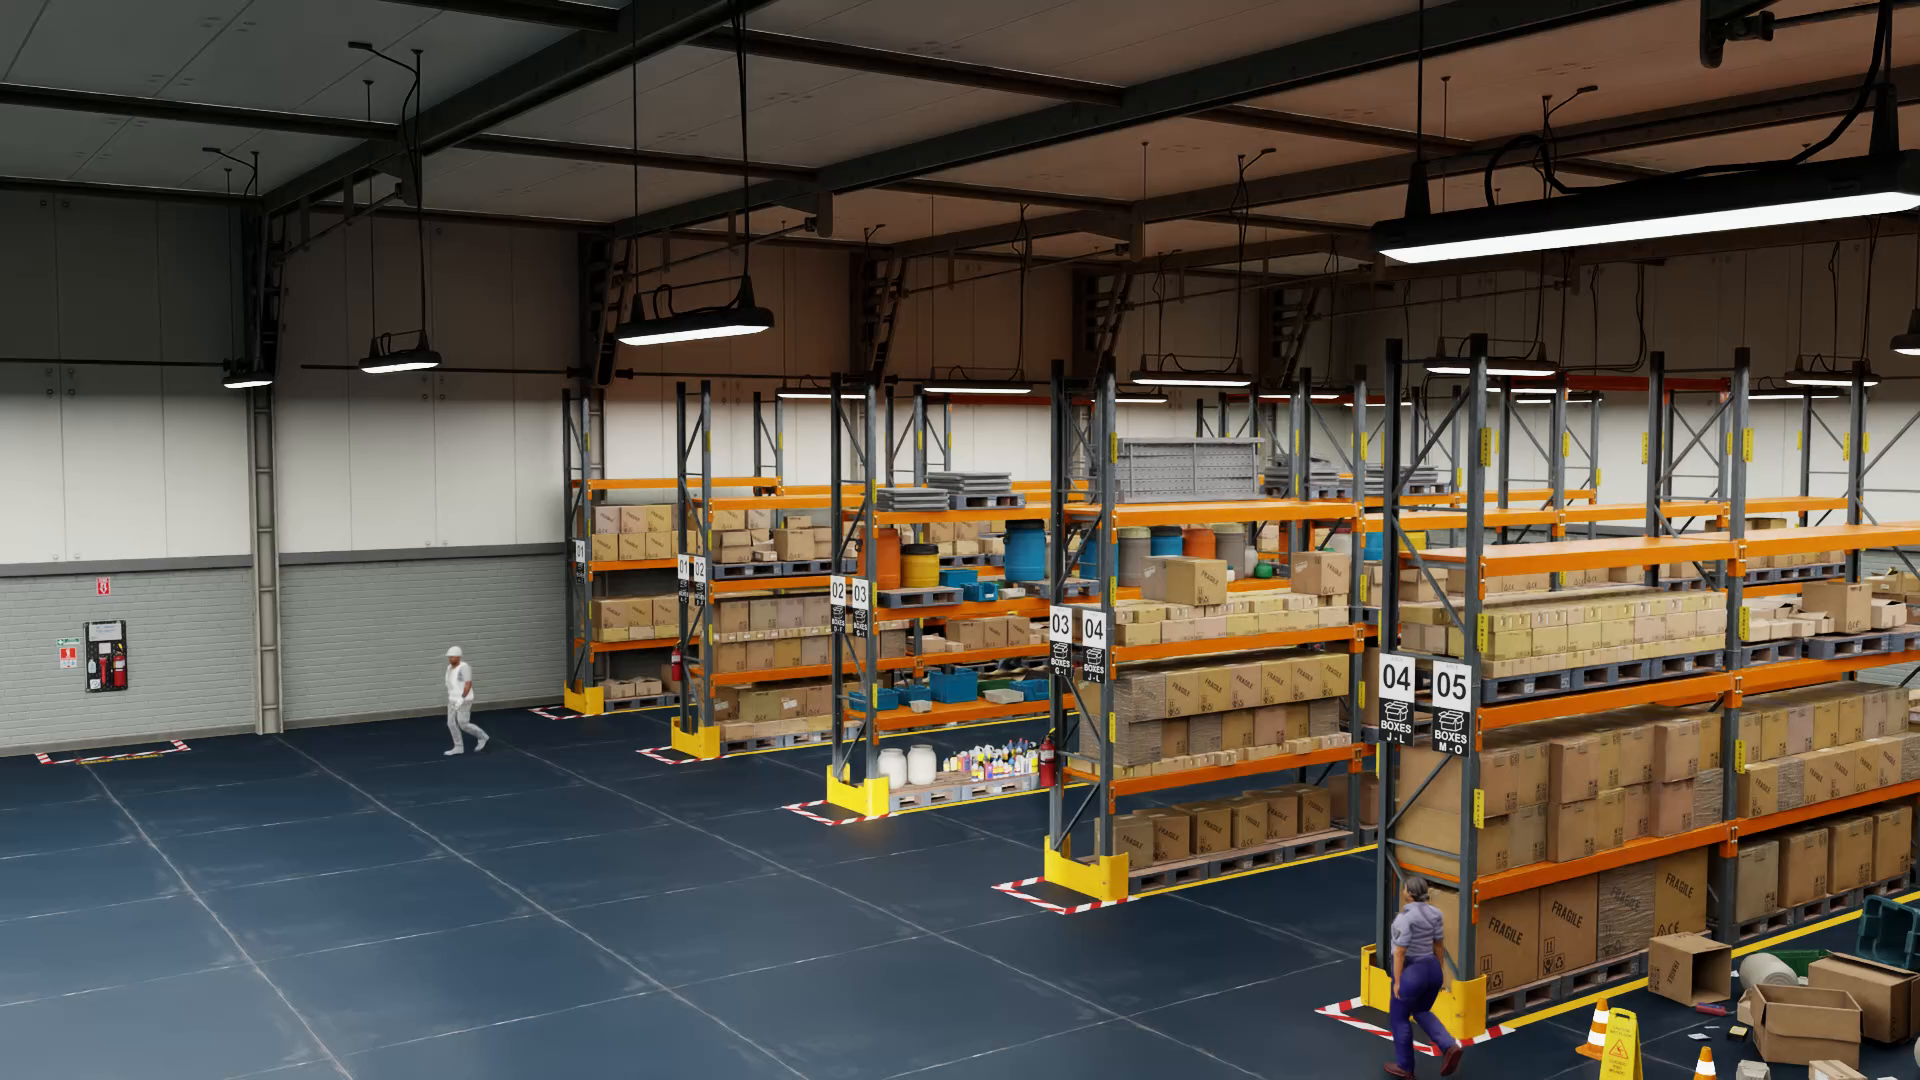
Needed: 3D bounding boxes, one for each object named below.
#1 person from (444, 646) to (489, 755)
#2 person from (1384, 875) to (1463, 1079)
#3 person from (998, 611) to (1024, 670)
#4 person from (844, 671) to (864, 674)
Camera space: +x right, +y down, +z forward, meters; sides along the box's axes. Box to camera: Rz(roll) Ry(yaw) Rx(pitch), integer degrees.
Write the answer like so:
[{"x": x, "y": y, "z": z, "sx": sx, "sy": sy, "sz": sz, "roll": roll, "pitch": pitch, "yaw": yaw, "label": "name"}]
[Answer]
[{"x": -7.985, "y": 2.572, "z": 26.794, "sx": 0.613, "sy": 1.765, "sz": 0.676, "roll": 3, "pitch": 5, "yaw": 41, "label": "person"}, {"x": 3.660, "y": 3.480, "z": 13.214, "sx": 0.489, "sy": 1.630, "sz": 0.612, "roll": -2, "pitch": 4, "yaw": -34, "label": "person"}, {"x": 0.964, "y": 2.198, "z": 32.692, "sx": 1.085, "sy": 1.706, "sz": 0.655, "roll": -2, "pitch": 4, "yaw": -34, "label": "person"}, {"x": -2.147, "y": 2.264, "z": 32.660, "sx": 0.470, "sy": 1.582, "sz": 0.445, "roll": -1, "pitch": 4, "yaw": -21, "label": "person"}]
